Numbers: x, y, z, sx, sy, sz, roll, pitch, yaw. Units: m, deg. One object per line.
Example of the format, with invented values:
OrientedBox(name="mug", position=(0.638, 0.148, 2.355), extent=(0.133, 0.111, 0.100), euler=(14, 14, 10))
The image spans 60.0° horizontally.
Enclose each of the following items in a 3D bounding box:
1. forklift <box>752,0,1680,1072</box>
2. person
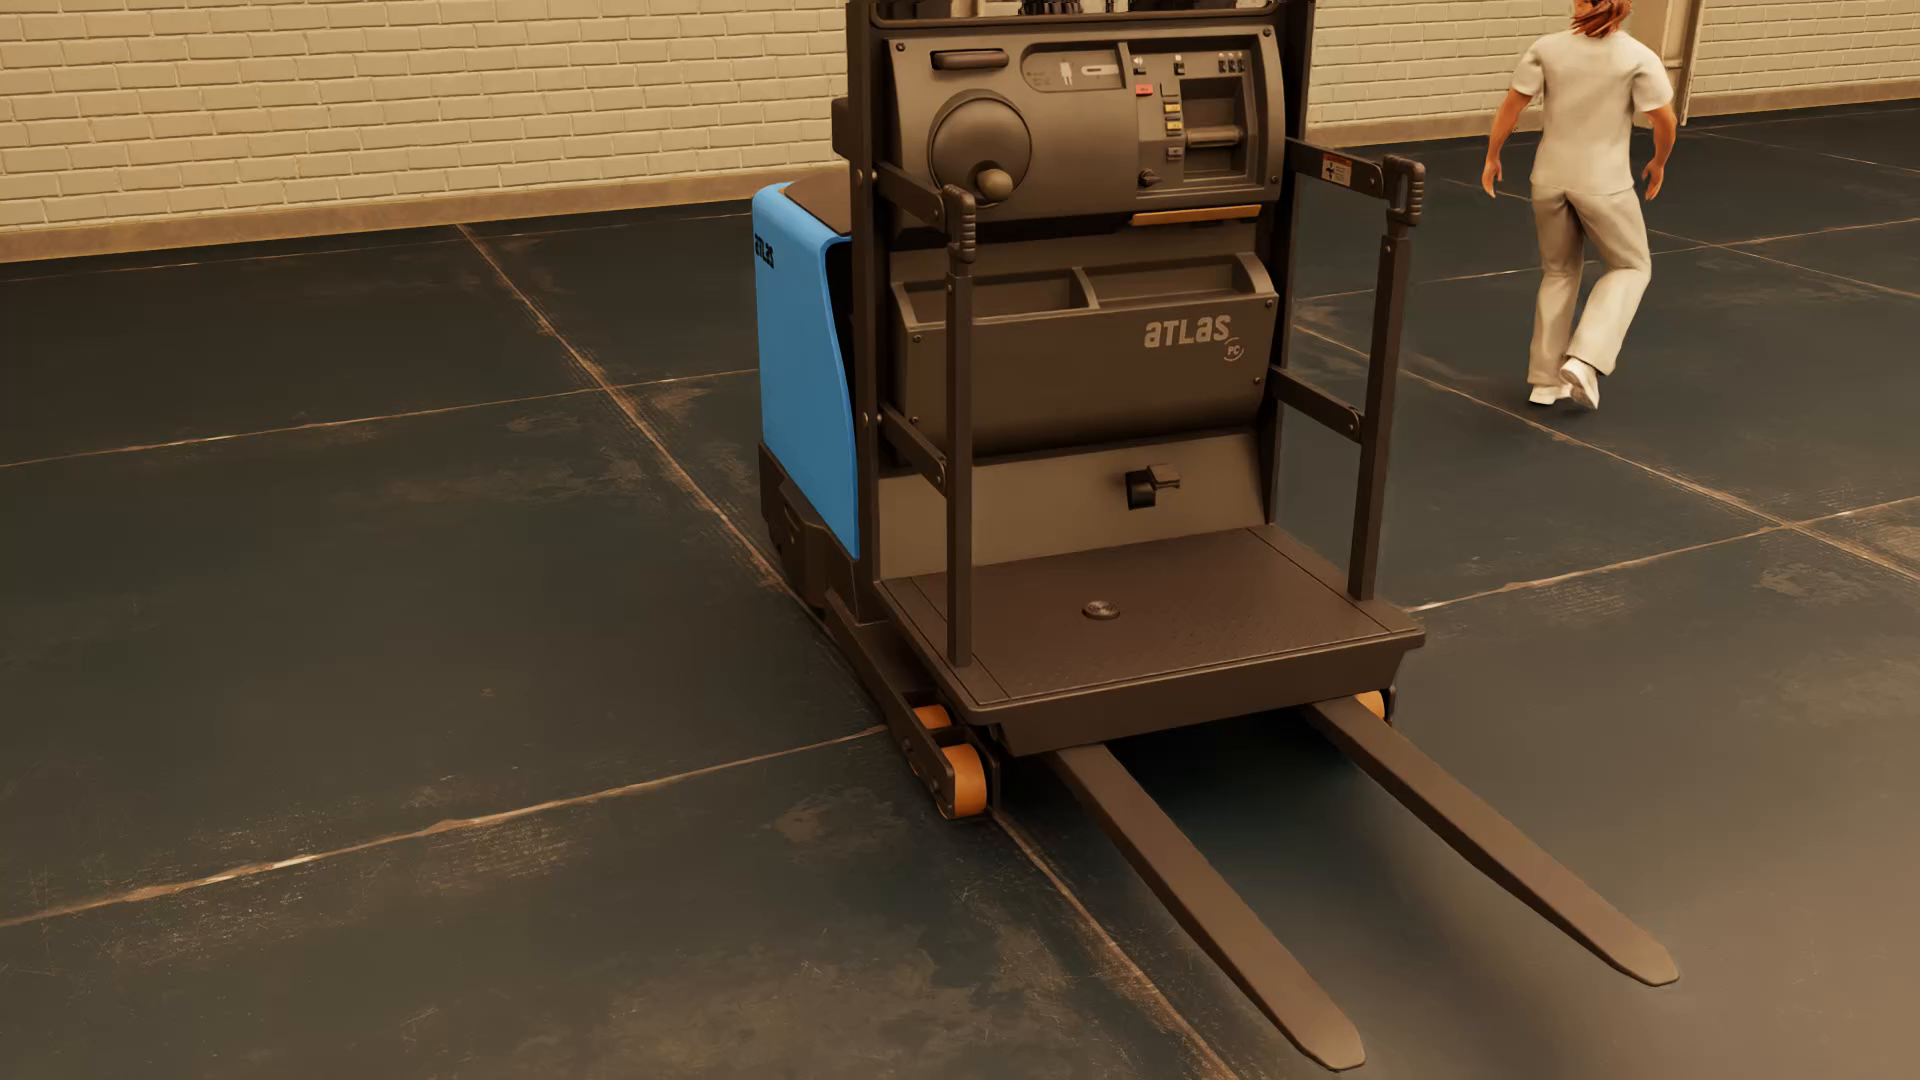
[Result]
OrientedBox(name="forklift", position=(0.371, -0.920, 3.502), extent=(1.130, 2.935, 3.031), euler=(-8, 24, -18))
OrientedBox(name="person", position=(2.246, -1.297, 6.095), extent=(0.667, 1.644, 0.453), euler=(20, 30, 40))
